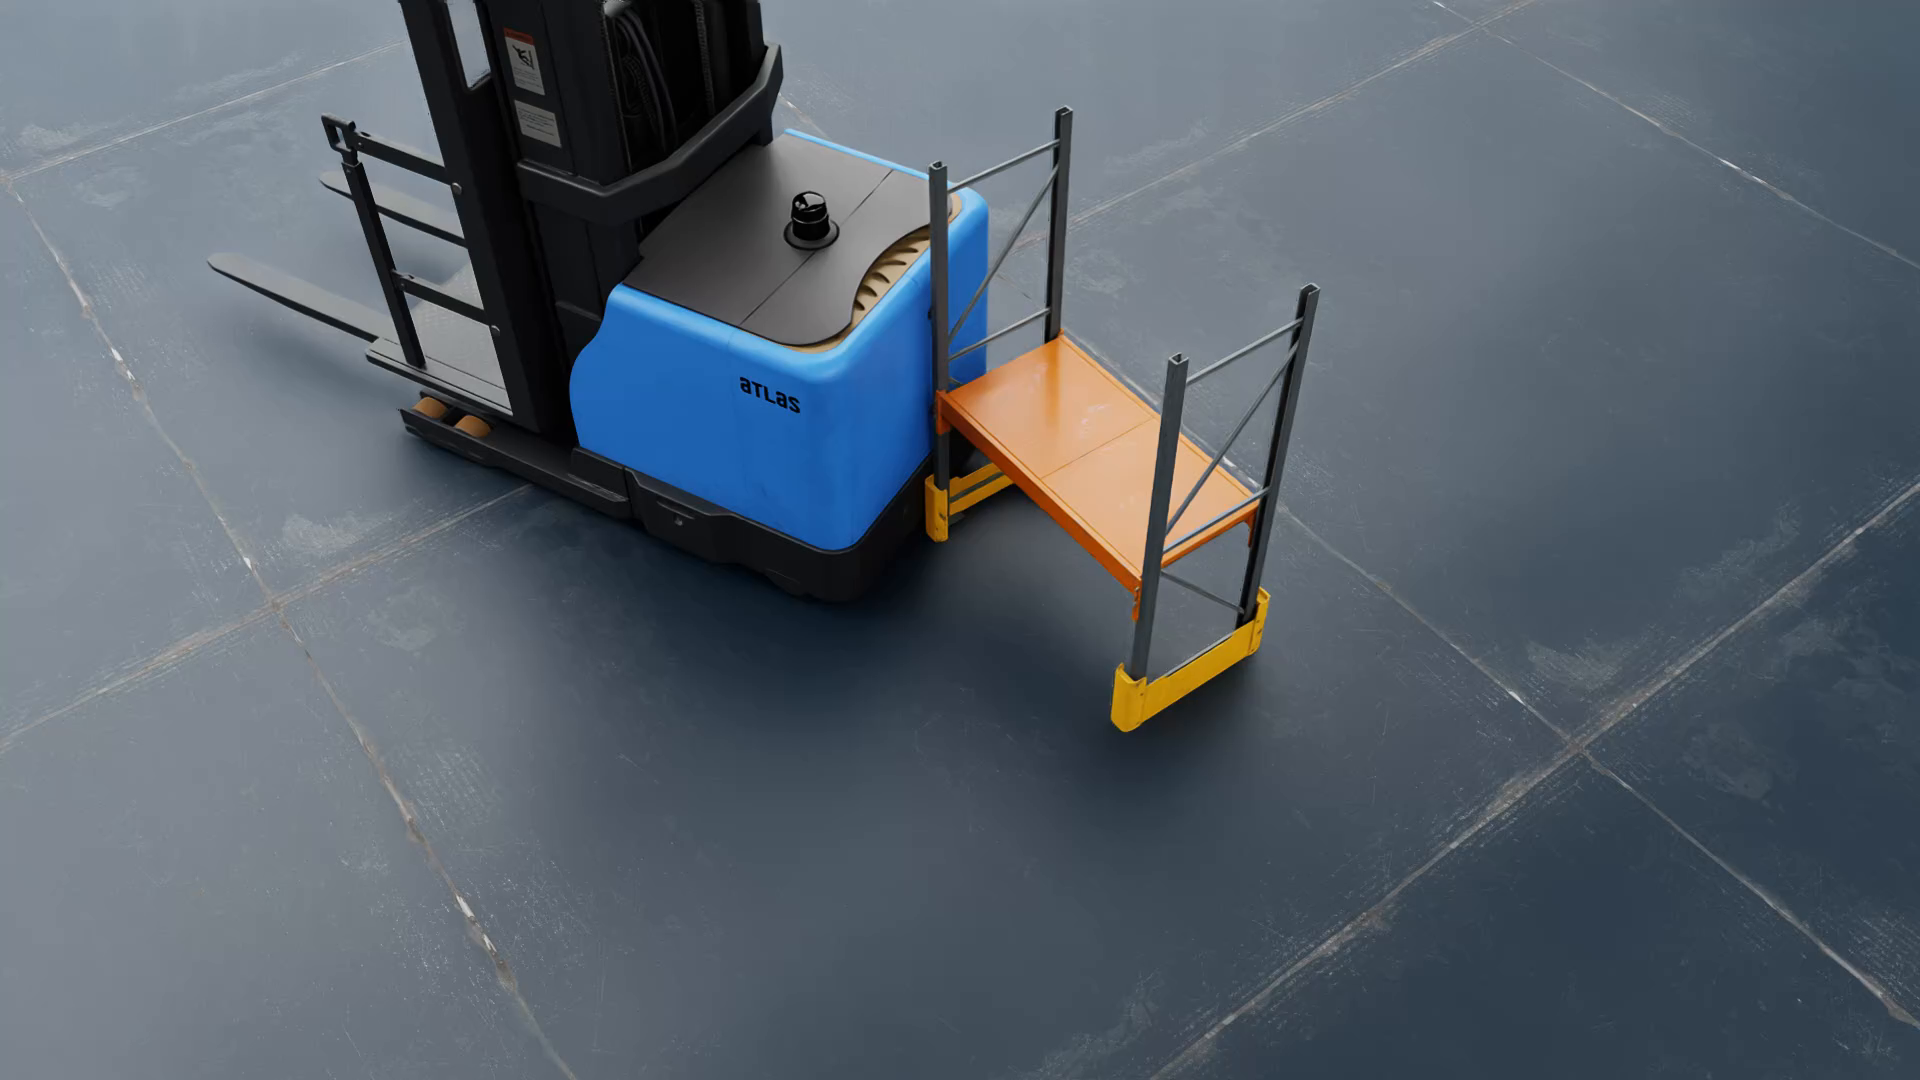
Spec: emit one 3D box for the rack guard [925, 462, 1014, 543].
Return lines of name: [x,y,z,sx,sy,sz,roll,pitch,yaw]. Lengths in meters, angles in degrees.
rack guard: [0.133,-0.223,5.783,0.587,0.250,0.087,-29,54,-24]

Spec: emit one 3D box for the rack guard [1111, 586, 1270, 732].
rack guard: [0.727,0.370,5.246,0.587,0.250,0.087,-29,54,-24]

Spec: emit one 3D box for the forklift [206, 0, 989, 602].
forklift: [-1.432,-1.587,5.211,3.031,2.935,1.130,22,52,19]

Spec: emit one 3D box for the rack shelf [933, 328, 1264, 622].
rack shelf: [0.425,-0.231,5.190,0.538,0.185,1.000,-29,54,-24]

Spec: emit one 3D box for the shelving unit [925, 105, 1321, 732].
shelving unit: [0.430,-0.346,5.051,0.587,1.500,1.083,-29,54,-24]

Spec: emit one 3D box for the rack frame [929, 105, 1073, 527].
rack frame: [0.122,-0.654,5.331,0.500,1.500,0.032,-29,54,-24]

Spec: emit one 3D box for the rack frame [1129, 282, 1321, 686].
rack frame: [0.727,-0.049,4.782,0.500,1.500,0.032,-29,54,-24]
